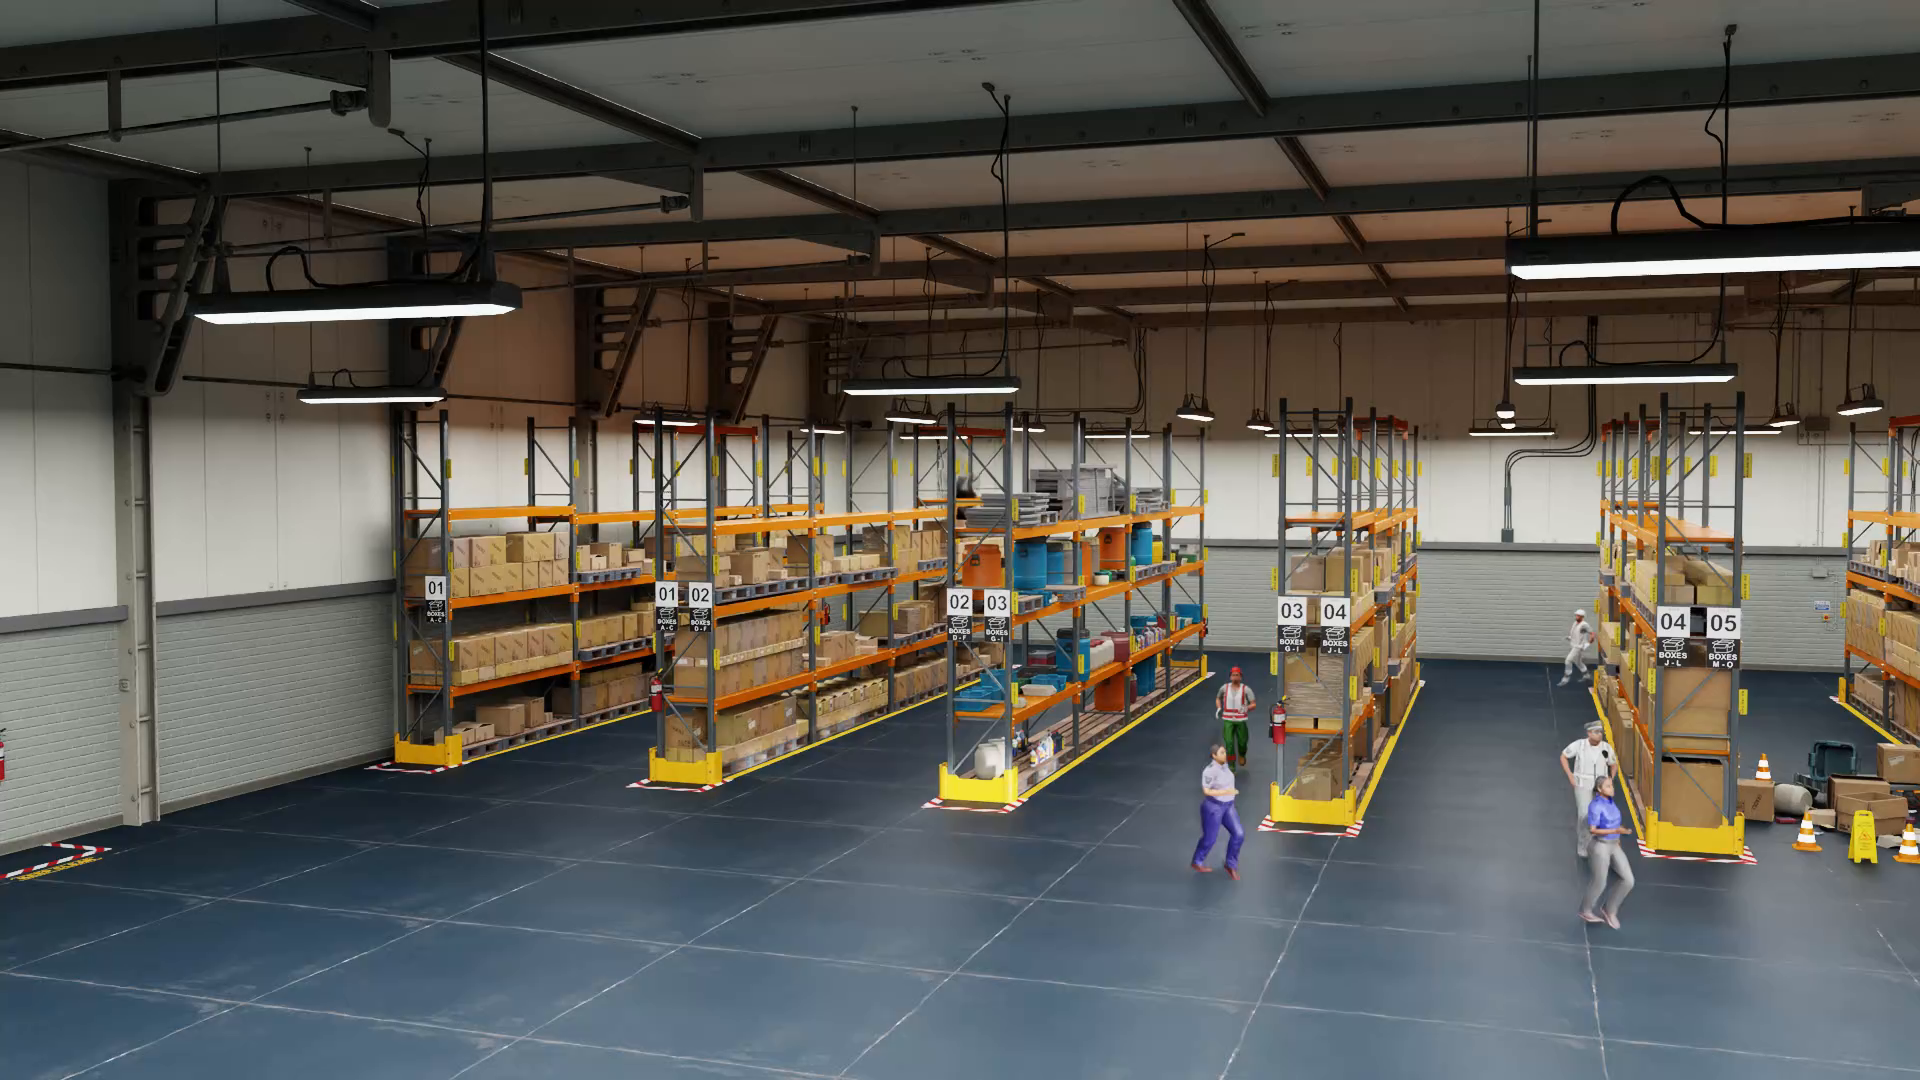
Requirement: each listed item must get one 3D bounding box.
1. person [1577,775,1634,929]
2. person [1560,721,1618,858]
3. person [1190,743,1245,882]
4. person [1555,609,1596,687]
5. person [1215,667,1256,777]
[{"bbox_3d":[7.056,3.408,18.100,0.555,1.683,0.660,-2,3,-33],"label":"person"},{"bbox_3d":[8.161,3.211,21.489,0.678,1.781,0.632,0,2,5],"label":"person"},{"bbox_3d":[3.138,3.324,20.254,0.583,1.707,0.746,-2,3,-41],"label":"person"},{"bbox_3d":[14.147,2.478,38.108,0.885,1.794,0.724,0,2,-3],"label":"person"},{"bbox_3d":[4.498,2.956,27.190,0.669,1.760,0.868,1,3,15],"label":"person"}]
